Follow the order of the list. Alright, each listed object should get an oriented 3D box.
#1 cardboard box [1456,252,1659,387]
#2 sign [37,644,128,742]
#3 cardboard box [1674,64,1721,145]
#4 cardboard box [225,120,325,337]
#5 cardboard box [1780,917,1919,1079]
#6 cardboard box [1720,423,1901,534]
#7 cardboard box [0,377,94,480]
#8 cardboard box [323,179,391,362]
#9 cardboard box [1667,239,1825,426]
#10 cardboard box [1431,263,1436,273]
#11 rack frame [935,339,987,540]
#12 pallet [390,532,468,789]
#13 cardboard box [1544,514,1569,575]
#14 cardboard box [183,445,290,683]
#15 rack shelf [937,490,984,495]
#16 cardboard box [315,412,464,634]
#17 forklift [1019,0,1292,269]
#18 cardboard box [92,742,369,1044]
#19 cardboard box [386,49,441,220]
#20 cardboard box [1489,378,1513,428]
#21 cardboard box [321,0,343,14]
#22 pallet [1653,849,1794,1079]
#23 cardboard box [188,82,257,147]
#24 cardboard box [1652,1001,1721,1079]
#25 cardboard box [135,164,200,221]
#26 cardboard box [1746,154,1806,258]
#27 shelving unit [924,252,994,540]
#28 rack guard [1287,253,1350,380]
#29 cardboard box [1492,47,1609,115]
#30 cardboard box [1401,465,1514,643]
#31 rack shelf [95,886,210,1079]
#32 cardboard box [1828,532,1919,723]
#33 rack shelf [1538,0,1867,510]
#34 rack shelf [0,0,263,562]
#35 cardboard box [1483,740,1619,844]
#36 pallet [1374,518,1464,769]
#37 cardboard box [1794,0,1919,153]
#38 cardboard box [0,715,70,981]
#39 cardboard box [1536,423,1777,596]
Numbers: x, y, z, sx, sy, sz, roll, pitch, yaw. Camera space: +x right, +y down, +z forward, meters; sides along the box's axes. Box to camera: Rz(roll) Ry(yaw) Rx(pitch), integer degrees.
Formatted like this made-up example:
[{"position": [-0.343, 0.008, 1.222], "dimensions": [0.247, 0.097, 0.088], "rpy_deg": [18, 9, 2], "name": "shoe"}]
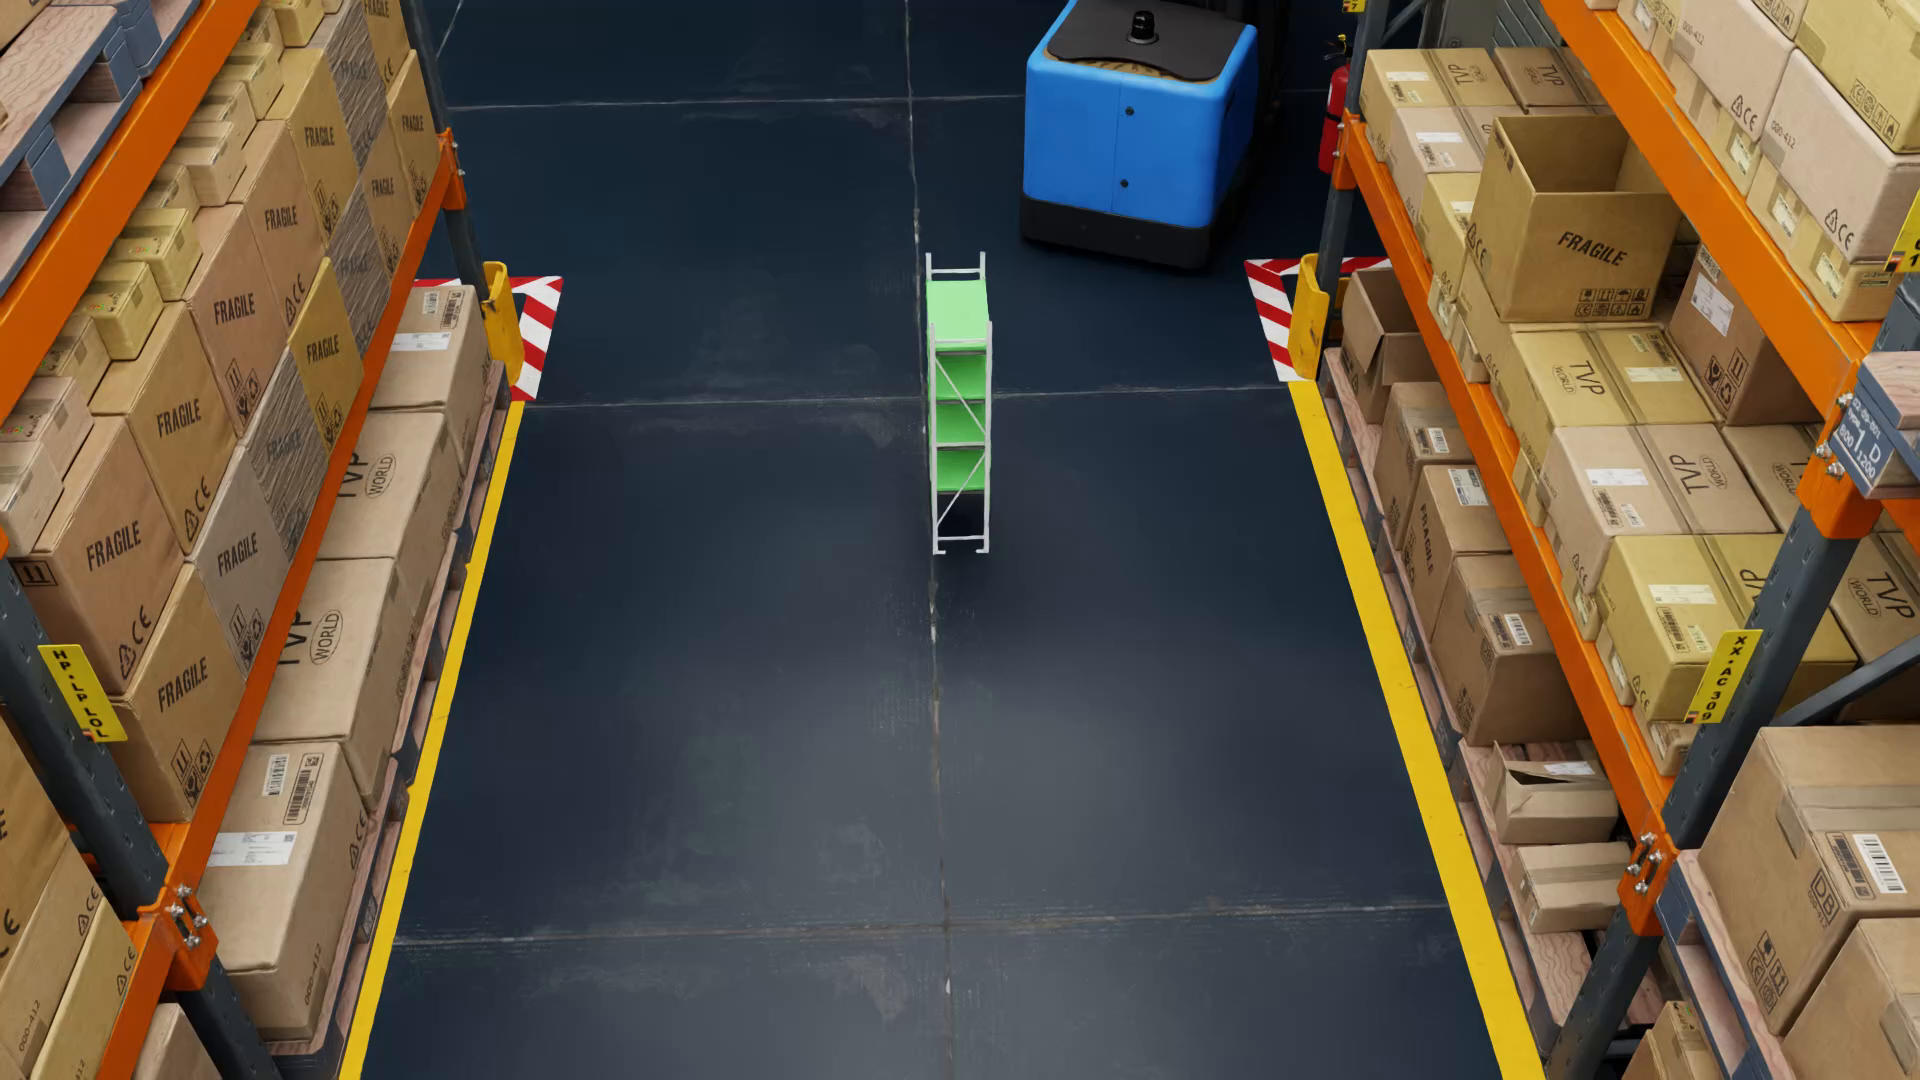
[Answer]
[{"position": [2.060, -0.782, 5.774], "dimensions": [0.500, 0.250, 0.500], "rpy_deg": [-3, 43, -3], "name": "cardboard box"}, {"position": [-2.027, 0.357, 3.842], "dimensions": [0.100, 0.325, 0.005], "rpy_deg": [-2, 43, -2], "name": "sign"}, {"position": [2.064, -1.128, 4.227], "dimensions": [0.380, 0.149, 0.250], "rpy_deg": [-2, 43, -2], "name": "cardboard box"}, {"position": [-2.392, -0.985, 5.291], "dimensions": [0.500, 0.500, 0.500], "rpy_deg": [-2, 43, -2], "name": "cardboard box"}, {"position": [2.209, 1.123, 3.420], "dimensions": [0.700, 0.500, 0.500], "rpy_deg": [-1, 43, -1], "name": "cardboard box"}, {"position": [2.610, -0.103, 5.033], "dimensions": [0.500, 0.250, 0.500], "rpy_deg": [-2, 43, -2], "name": "cardboard box"}, {"position": [-2.350, -0.261, 4.021], "dimensions": [0.380, 0.149, 0.250], "rpy_deg": [-1, 43, -1], "name": "cardboard box"}, {"position": [-2.416, -0.956, 5.999], "dimensions": [0.500, 0.500, 0.500], "rpy_deg": [-1, 43, -1], "name": "cardboard box"}, {"position": [2.593, -0.712, 5.143], "dimensions": [0.500, 0.500, 0.500], "rpy_deg": [-3, 43, -3], "name": "cardboard box"}, {"position": [2.029, -1.048, 6.359], "dimensions": [0.380, 0.149, 0.250], "rpy_deg": [-1, 43, -1], "name": "cardboard box"}, {"position": [0.004, -0.389, 6.787], "dimensions": [0.228, 1.046, 0.006], "rpy_deg": [-2, 43, -2], "name": "rack frame"}, {"position": [-2.578, 0.464, 6.588], "dimensions": [1.003, 0.211, 1.213], "rpy_deg": [-2, 43, -2], "name": "pallet"}, {"position": [2.072, -0.011, 5.228], "dimensions": [0.380, 0.149, 0.250], "rpy_deg": [-1, 43, -1], "name": "cardboard box"}, {"position": [-2.345, 0.076, 4.873], "dimensions": [0.500, 0.500, 0.500], "rpy_deg": [-1, 43, -2], "name": "cardboard box"}, {"position": [-0.007, -0.351, 7.153], "dimensions": [0.199, 0.029, 0.442], "rpy_deg": [-2, 43, -2], "name": "rack shelf"}, {"position": [-2.564, -0.074, 6.696], "dimensions": [0.875, 0.438, 0.875], "rpy_deg": [-1, 43, -1], "name": "cardboard box"}, {"position": [-2.916, -2.967, 8.383], "dimensions": [8.545, 2.843, 7.303], "rpy_deg": [14, 44, 15], "name": "forklift"}, {"position": [-2.488, 1.140, 5.372], "dimensions": [0.875, 0.438, 0.875], "rpy_deg": [-2, 43, -2], "name": "cardboard box"}, {"position": [-2.454, -1.642, 6.748], "dimensions": [0.500, 0.500, 0.500], "rpy_deg": [-1, 43, -2], "name": "cardboard box"}, {"position": [2.076, -0.526, 5.790], "dimensions": [0.380, 0.149, 0.250], "rpy_deg": [-2, 43, -2], "name": "cardboard box"}, {"position": [-2.394, -1.989, 5.906], "dimensions": [0.380, 0.149, 0.250], "rpy_deg": [-2, 43, -2], "name": "cardboard box"}, {"position": [2.315, 1.245, 3.814], "dimensions": [1.003, 0.211, 1.213], "rpy_deg": [-2, 43, -2], "name": "pallet"}, {"position": [-2.422, -1.294, 5.148], "dimensions": [0.380, 0.149, 0.250], "rpy_deg": [0, 43, 0], "name": "cardboard box"}, {"position": [2.139, 1.409, 4.552], "dimensions": [0.380, 0.149, 0.250], "rpy_deg": [0, 43, 0], "name": "cardboard box"}, {"position": [-2.427, -0.949, 4.772], "dimensions": [0.380, 0.149, 0.250], "rpy_deg": [-2, 43, -2], "name": "cardboard box"}, {"position": [2.072, -0.781, 3.848], "dimensions": [0.380, 0.149, 0.250], "rpy_deg": [-2, 43, -2], "name": "cardboard box"}, {"position": [-6.231, 2.361, 3.786], "dimensions": [13.061, 1.200, 8.595], "rpy_deg": [-2, 43, -2], "name": "shelving unit"}, {"position": [2.223, -1.096, 8.075], "dimensions": [1.175, 0.500, 0.348], "rpy_deg": [-2, 43, -2], "name": "rack guard"}, {"position": [2.505, -1.820, 6.906], "dimensions": [0.500, 0.250, 0.500], "rpy_deg": [0, 43, -1], "name": "cardboard box"}, {"position": [2.071, 0.052, 6.513], "dimensions": [0.500, 0.500, 0.500], "rpy_deg": [-1, 43, -1], "name": "cardboard box"}, {"position": [-2.484, 2.392, 2.953], "dimensions": [1.077, 0.370, 4.000], "rpy_deg": [-2, 43, -2], "name": "rack shelf"}, {"position": [2.601, 2.856, 1.620], "dimensions": [0.659, 0.500, 8.552], "rpy_deg": [0, 43, 0], "name": "cardboard box"}, {"position": [2.305, -1.559, 5.043], "dimensions": [1.077, 0.370, 4.000], "rpy_deg": [-2, 43, -2], "name": "rack shelf"}, {"position": [-7.605, -0.719, 5.237], "dimensions": [10.987, 1.870, 4.000], "rpy_deg": [-2, 43, -2], "name": "rack shelf"}, {"position": [2.058, 0.876, 5.787], "dimensions": [0.396, 0.266, 0.258], "rpy_deg": [0, 43, 0], "name": "cardboard box"}, {"position": [2.307, 0.371, 6.690], "dimensions": [1.003, 0.211, 1.213], "rpy_deg": [-2, 43, -2], "name": "pallet"}, {"position": [2.128, -1.046, 3.473], "dimensions": [0.500, 0.250, 0.500], "rpy_deg": [-2, 43, -2], "name": "cardboard box"}, {"position": [-2.299, 0.666, 3.490], "dimensions": [0.500, 0.500, 0.500], "rpy_deg": [0, 43, 0], "name": "cardboard box"}, {"position": [2.089, -0.097, 5.027], "dimensions": [0.500, 0.250, 0.500], "rpy_deg": [-2, 43, -2], "name": "cardboard box"}]
